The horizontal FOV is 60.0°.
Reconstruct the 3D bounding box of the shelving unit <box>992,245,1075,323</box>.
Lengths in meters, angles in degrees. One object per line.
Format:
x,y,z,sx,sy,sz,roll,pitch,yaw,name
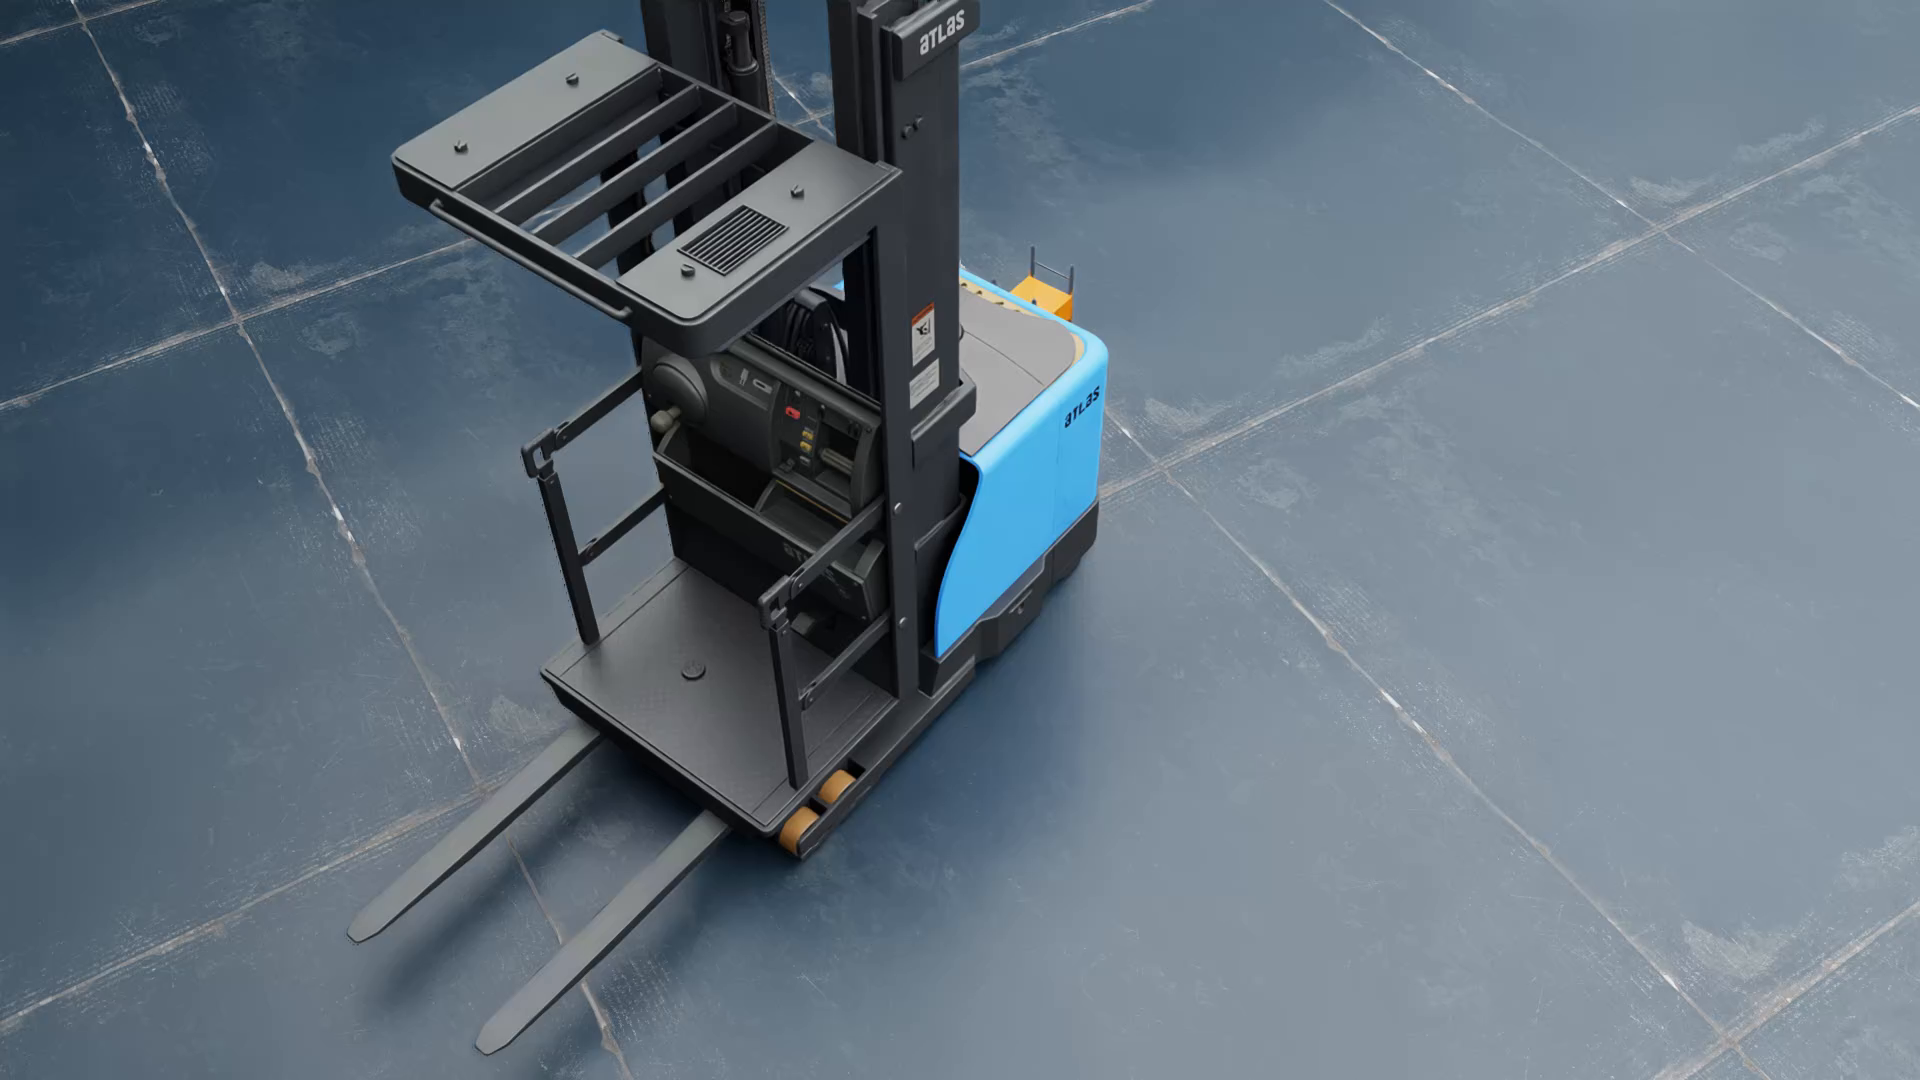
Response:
0.274,-0.645,6.567,0.215,1.050,0.252,30,55,24,shelving unit

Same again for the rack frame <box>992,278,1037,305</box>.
0.199,-0.574,6.503,0.200,1.050,0.008,30,55,24,rack frame

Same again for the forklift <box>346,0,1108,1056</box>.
-0.759,-0.315,5.013,1.130,2.935,3.031,30,55,24,forklift

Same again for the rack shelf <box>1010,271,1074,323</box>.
0.274,-0.827,6.363,0.215,0.259,0.240,30,55,24,rack shelf

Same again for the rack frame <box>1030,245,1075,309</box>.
0.349,-0.717,6.631,0.200,1.050,0.008,30,55,24,rack frame
